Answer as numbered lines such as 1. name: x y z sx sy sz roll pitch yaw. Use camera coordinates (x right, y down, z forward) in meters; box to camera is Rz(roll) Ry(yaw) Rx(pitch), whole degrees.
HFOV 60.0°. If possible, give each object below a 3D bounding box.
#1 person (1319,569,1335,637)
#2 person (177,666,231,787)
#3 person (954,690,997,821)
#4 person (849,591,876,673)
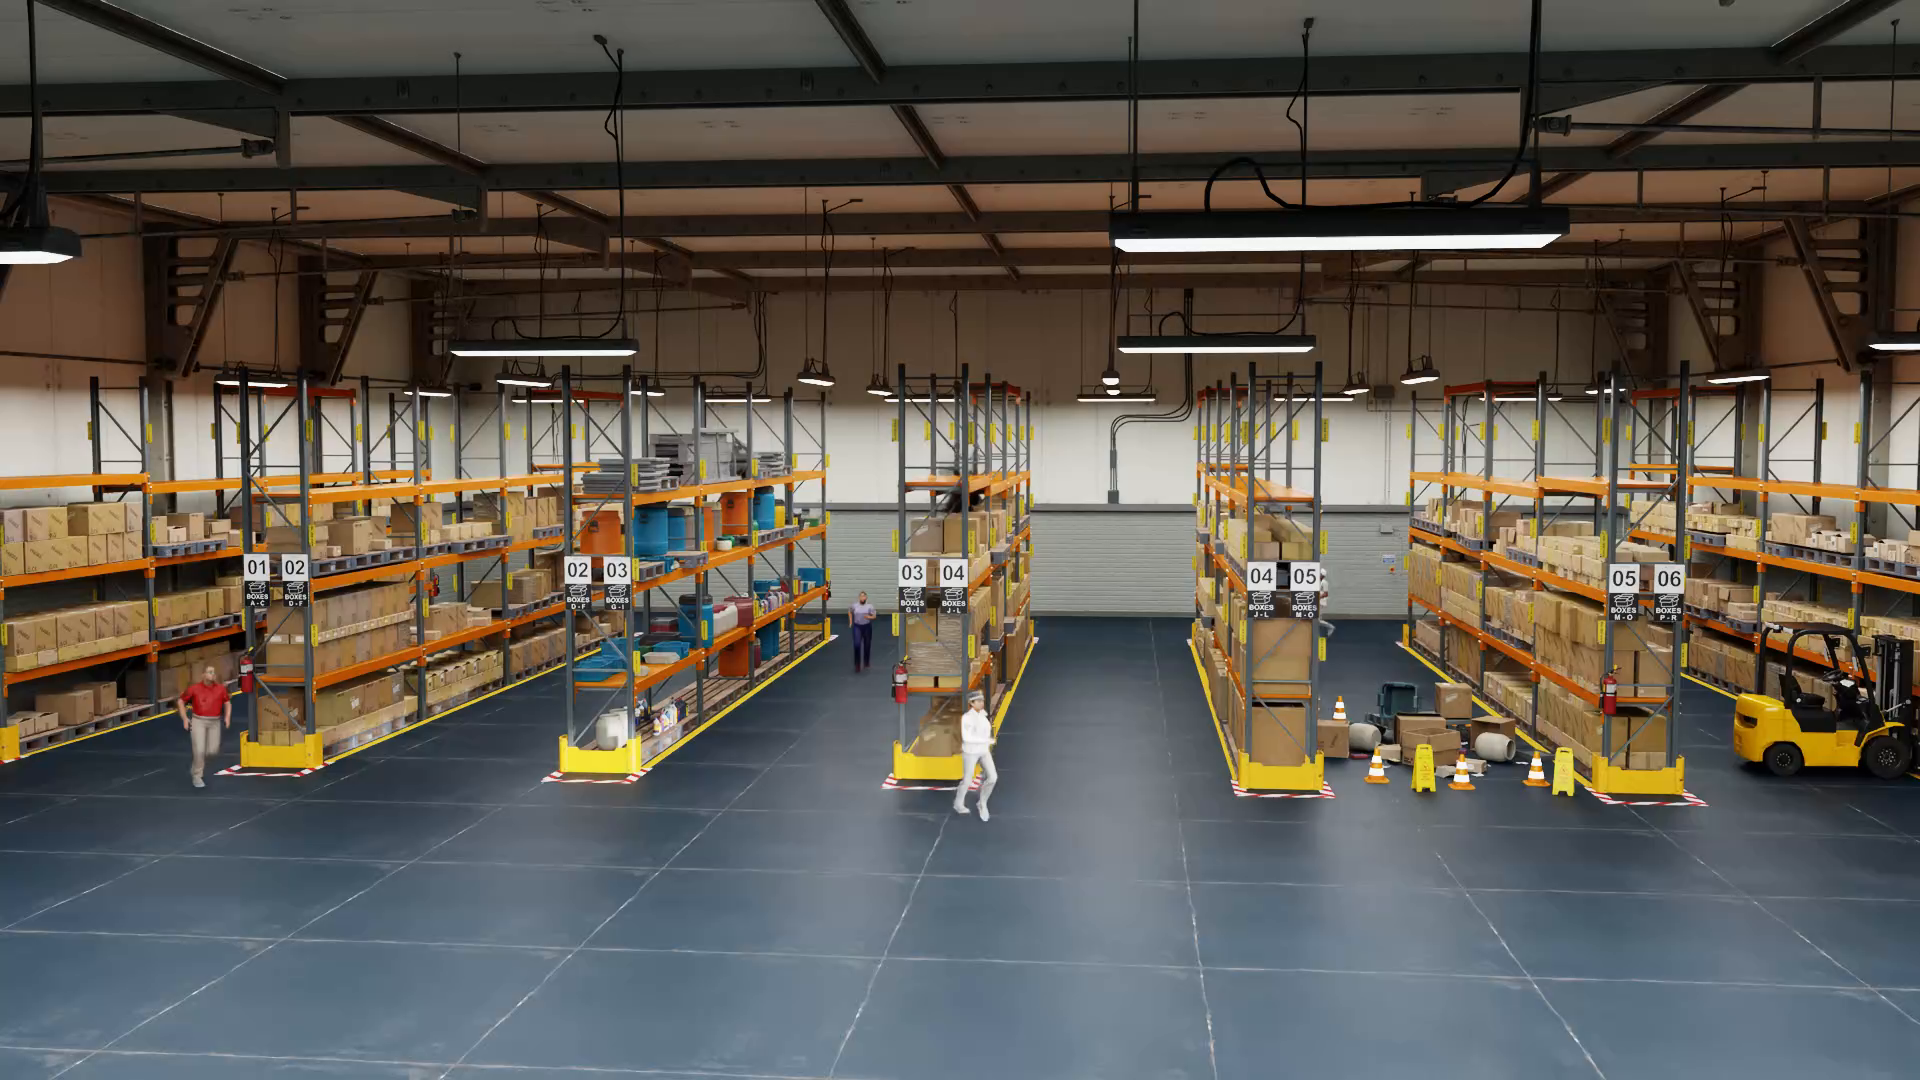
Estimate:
1. person: 8.721 1.557 40.190 0.667 1.735 0.685 0 4 2
2. person: -10.804 2.652 23.842 0.713 1.677 0.586 -3 5 -37
3. person: 0.219 2.783 21.533 0.573 1.710 0.785 -3 5 -39
4. person: -2.053 1.903 35.047 0.582 1.649 0.774 0 4 -5
